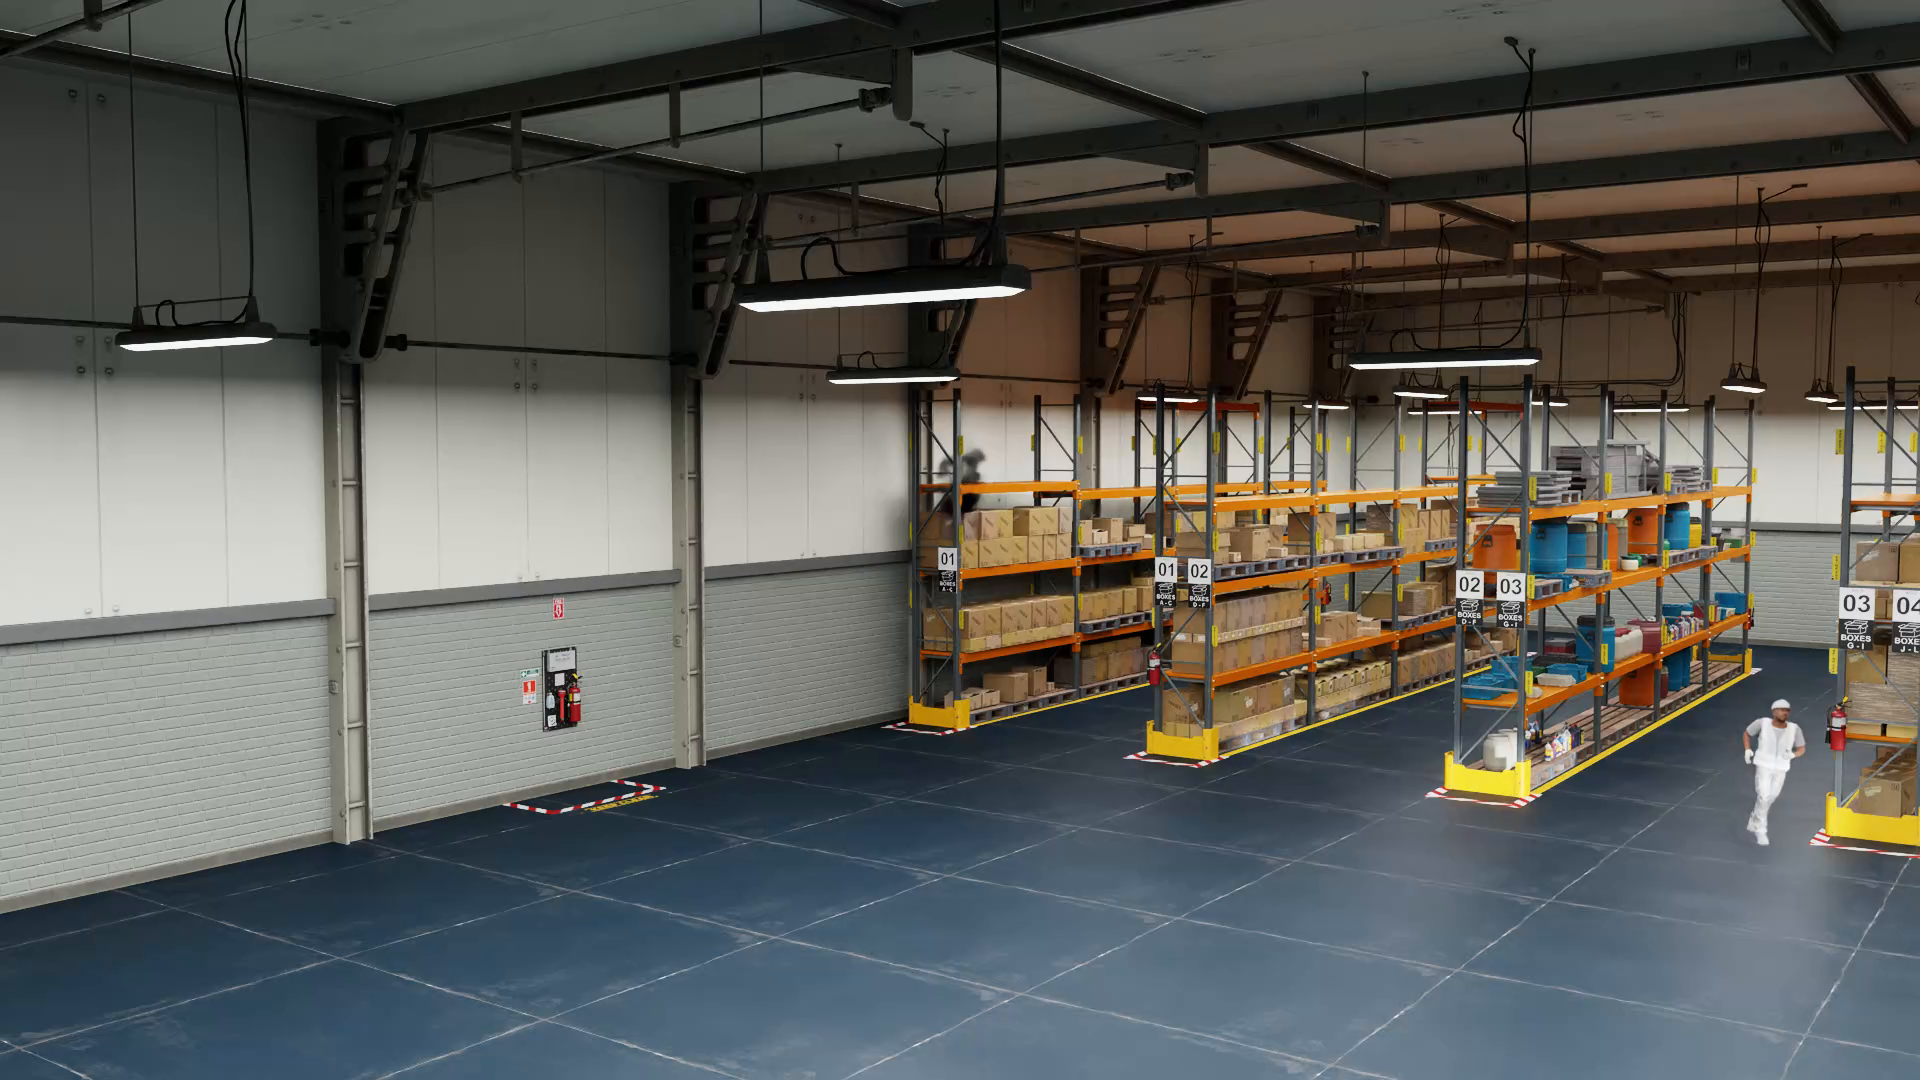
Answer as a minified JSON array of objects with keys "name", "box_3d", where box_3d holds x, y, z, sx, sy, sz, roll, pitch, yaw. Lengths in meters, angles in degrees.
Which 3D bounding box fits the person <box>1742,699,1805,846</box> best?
[{"name":"person","box_3d":[10.333,2.916,21.108,0.687,1.804,0.826,0,3,7]}]
